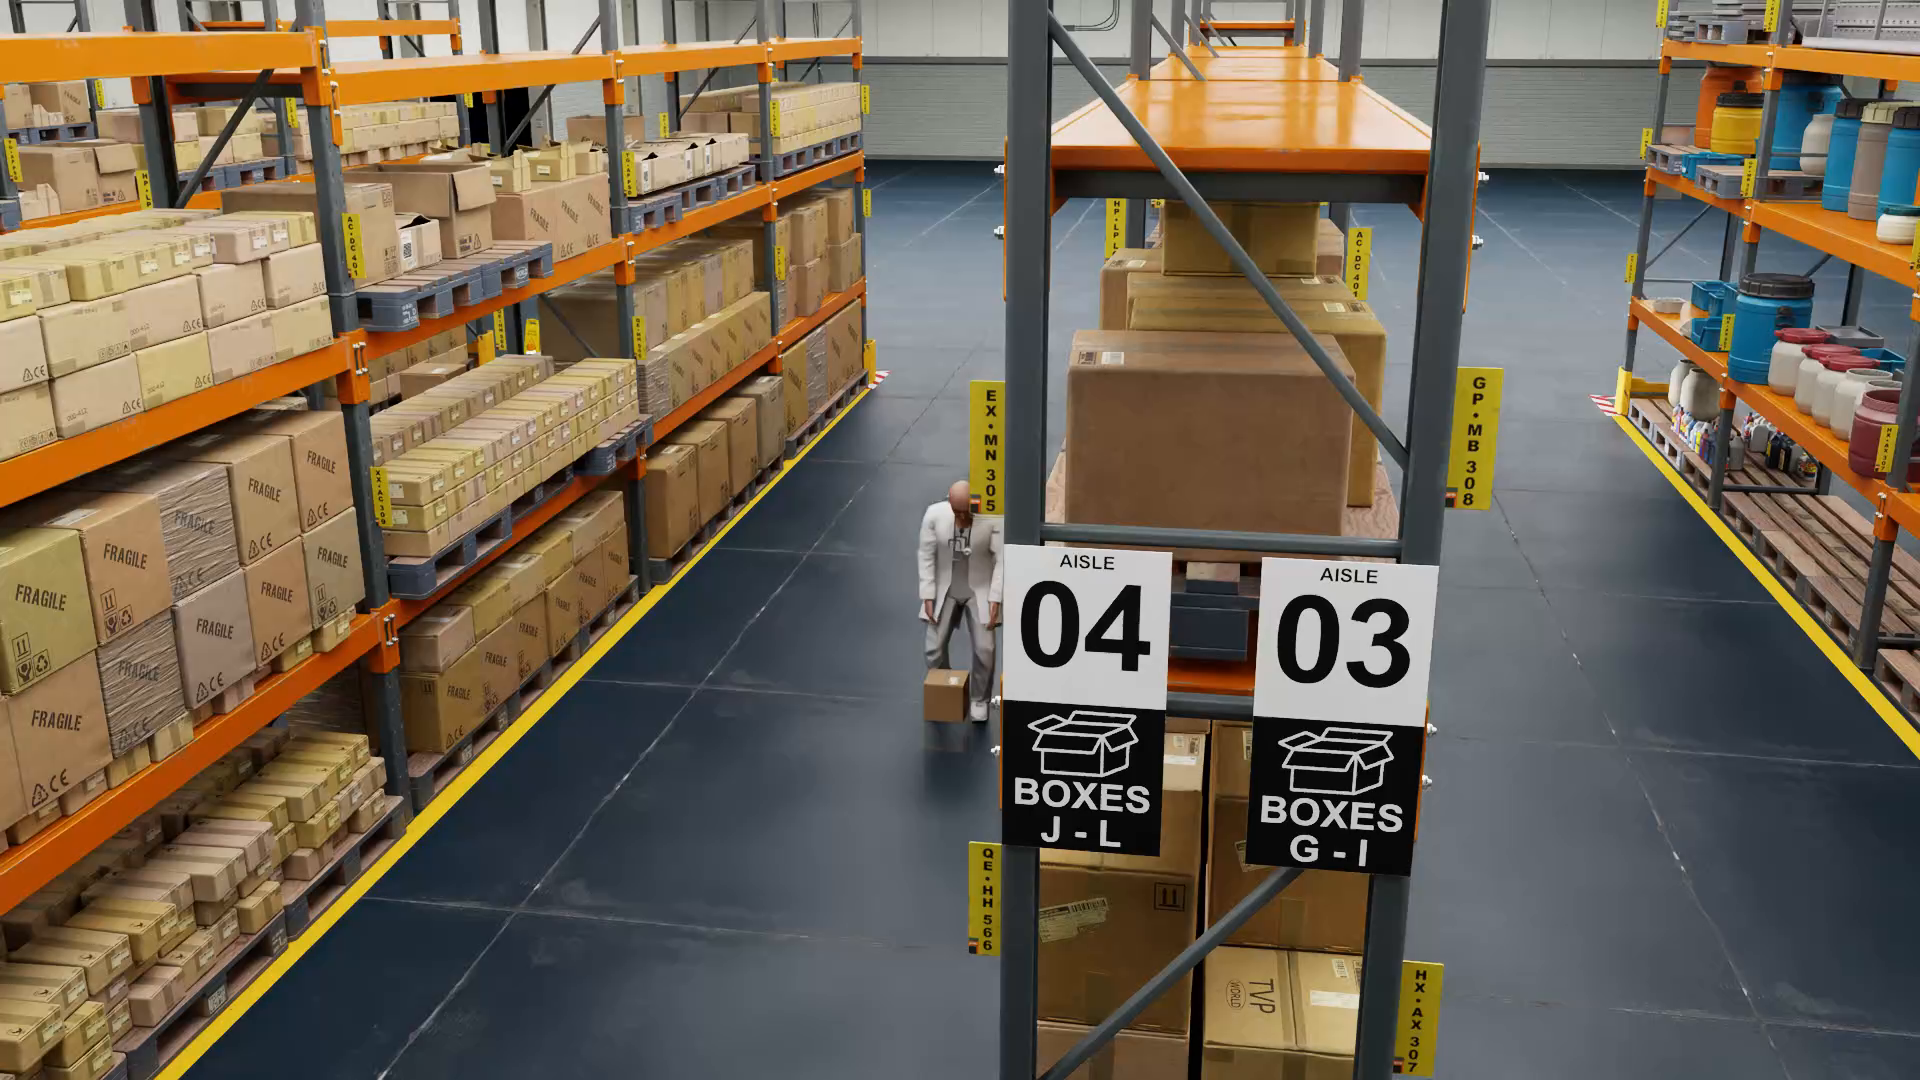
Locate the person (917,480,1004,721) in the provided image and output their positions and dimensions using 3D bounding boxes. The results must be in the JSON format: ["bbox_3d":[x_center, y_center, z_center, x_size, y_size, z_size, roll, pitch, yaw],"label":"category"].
[{"bbox_3d":[0.036,0.366,10.696,0.615,1.623,0.539,3,18,9],"label":"person"}]
